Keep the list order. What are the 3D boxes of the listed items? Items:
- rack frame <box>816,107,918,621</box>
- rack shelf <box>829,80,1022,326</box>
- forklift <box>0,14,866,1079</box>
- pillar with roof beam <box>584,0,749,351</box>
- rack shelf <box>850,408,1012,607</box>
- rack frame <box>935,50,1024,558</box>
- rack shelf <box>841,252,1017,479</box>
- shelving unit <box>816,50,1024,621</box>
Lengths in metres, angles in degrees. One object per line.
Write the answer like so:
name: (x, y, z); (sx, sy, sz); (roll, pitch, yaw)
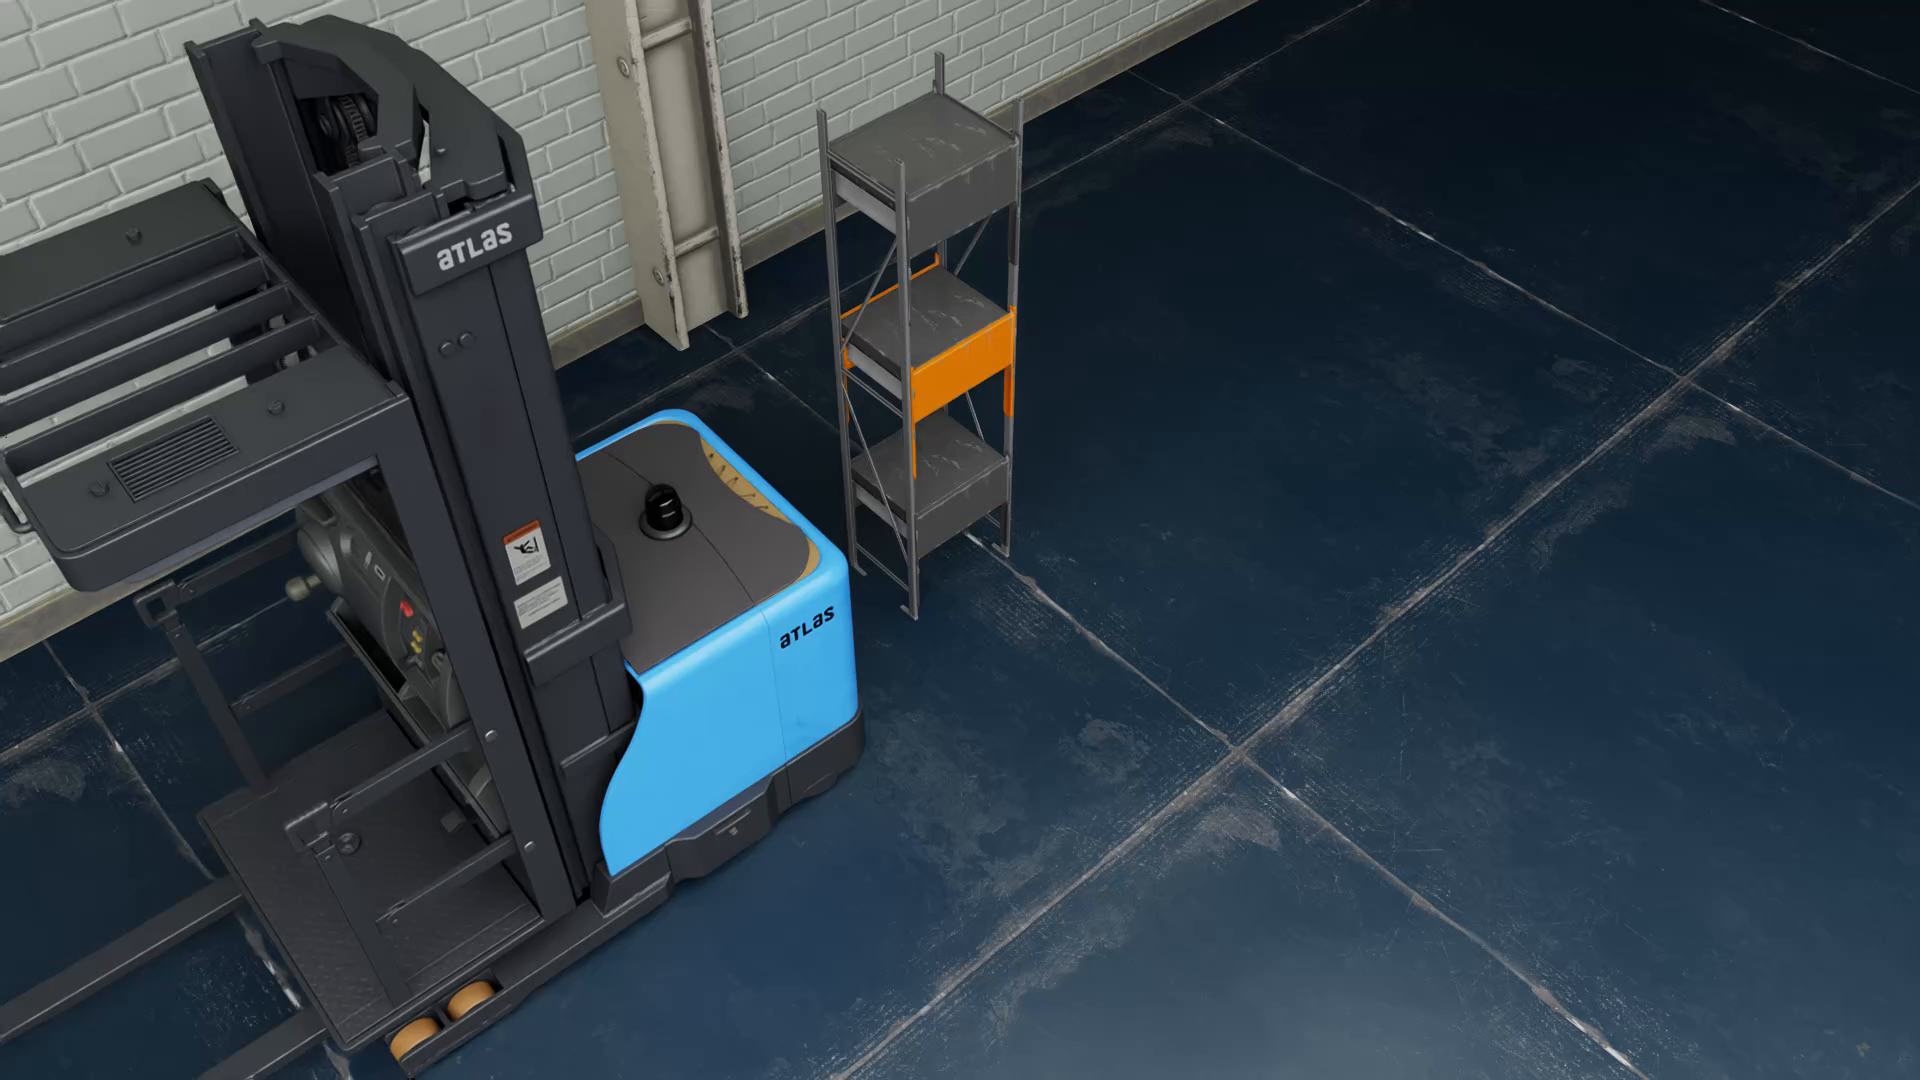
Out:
rack frame: (-0.303, -0.510, 5.791); (0.015, 2.100, 0.400); (-34, 56, -27)
rack shelf: (-0.122, -1.096, 5.398); (0.480, 0.518, 0.431); (-34, 56, -27)
forklift: (-1.793, 0.223, 4.550); (3.031, 2.935, 1.130); (-32, 55, -26)
pillar with roof beam: (1.670, -1.747, 2.239); (0.400, 9.000, 9.100); (-34, 56, -27)
rack shelf: (-0.122, -0.146, 6.427); (0.480, 0.518, 0.431); (-34, 56, -27)
rack frame: (0.058, -0.751, 6.014); (0.015, 2.100, 0.400); (-34, 56, -27)
rack shelf: (-0.122, -0.621, 5.913); (0.480, 0.518, 0.431); (-34, 56, -27)
shelving unit: (-0.122, -0.630, 5.903); (0.503, 2.100, 0.431); (-34, 56, -27)
